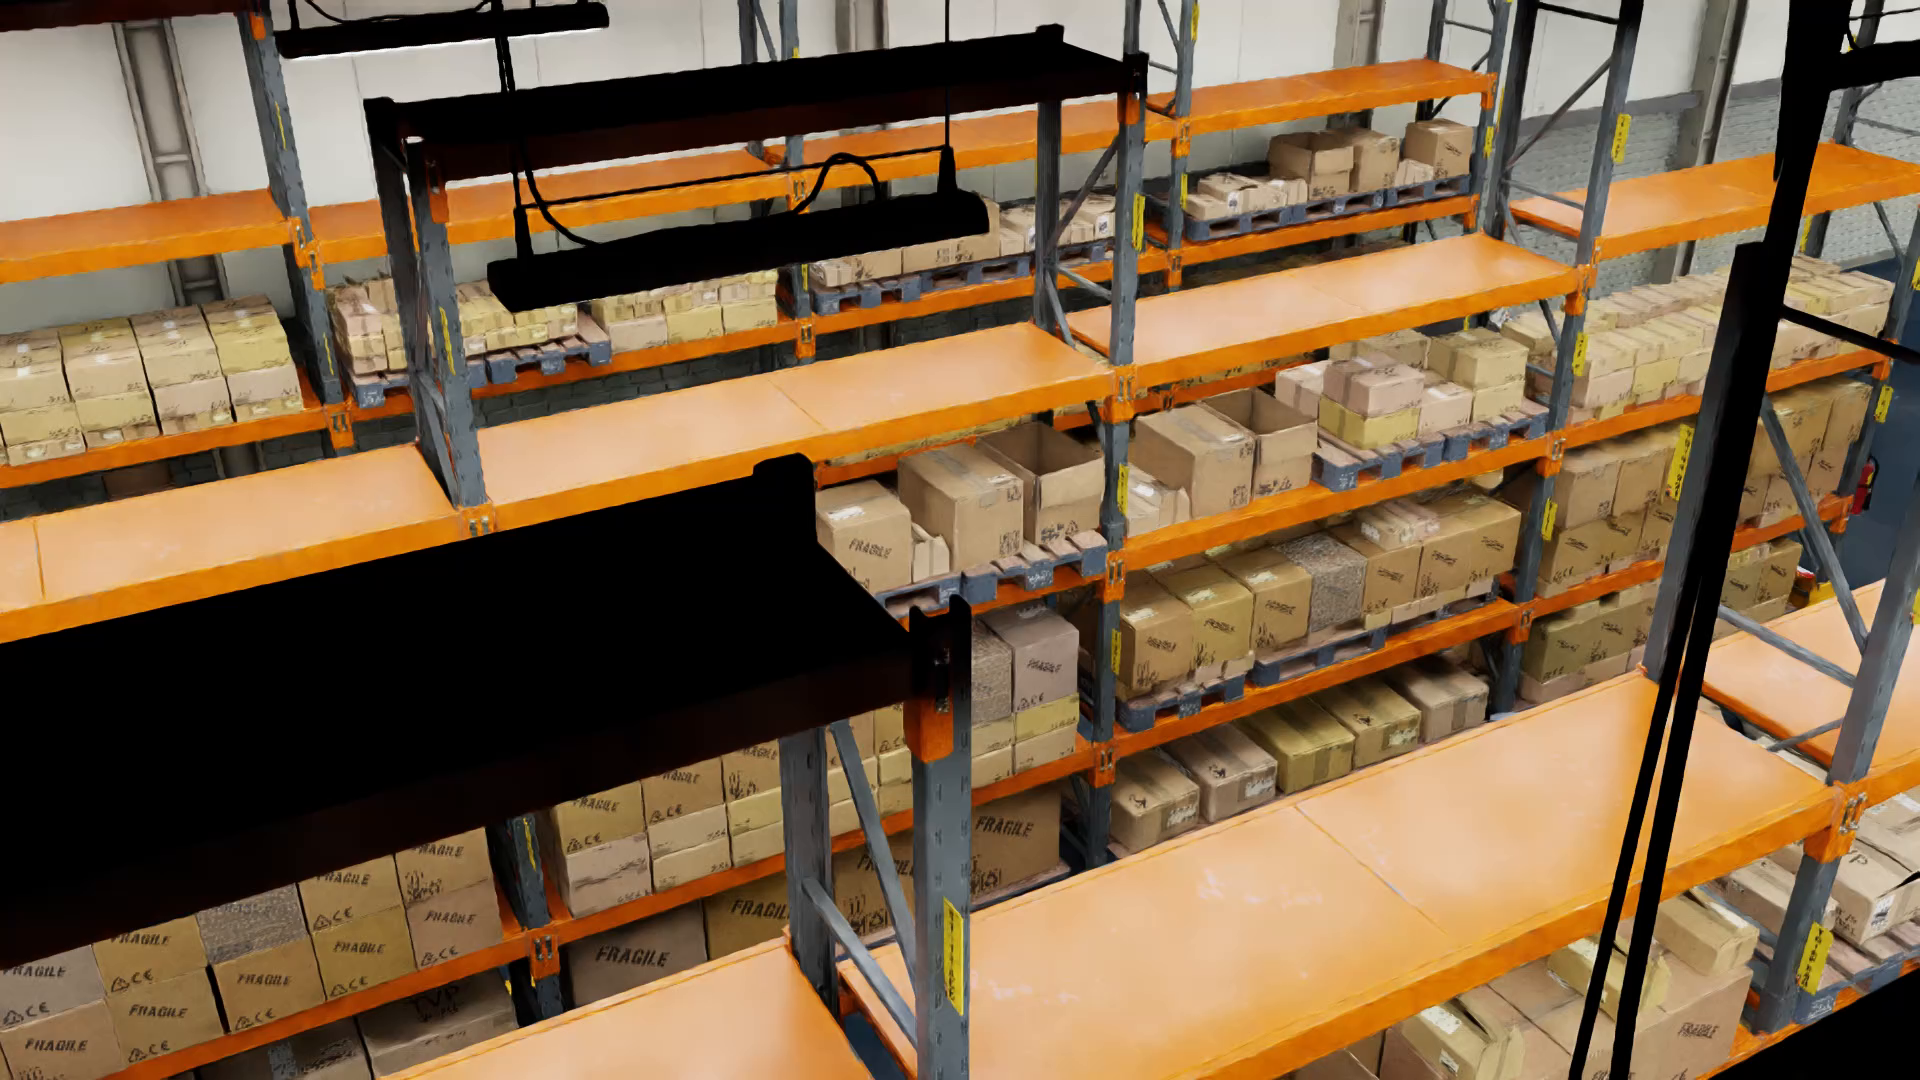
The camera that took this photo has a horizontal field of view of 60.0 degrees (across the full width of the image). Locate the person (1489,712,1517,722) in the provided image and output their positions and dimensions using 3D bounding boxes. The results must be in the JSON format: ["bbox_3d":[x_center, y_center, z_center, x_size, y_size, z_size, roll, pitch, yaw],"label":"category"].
[{"bbox_3d":[3.818,1.940,11.558,0.589,1.692,0.382,2,28,3],"label":"person"}]

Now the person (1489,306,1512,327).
[{"bbox_3d":[6.345,-2.562,19.931,0.660,1.787,0.555,14,31,24],"label":"person"}]
